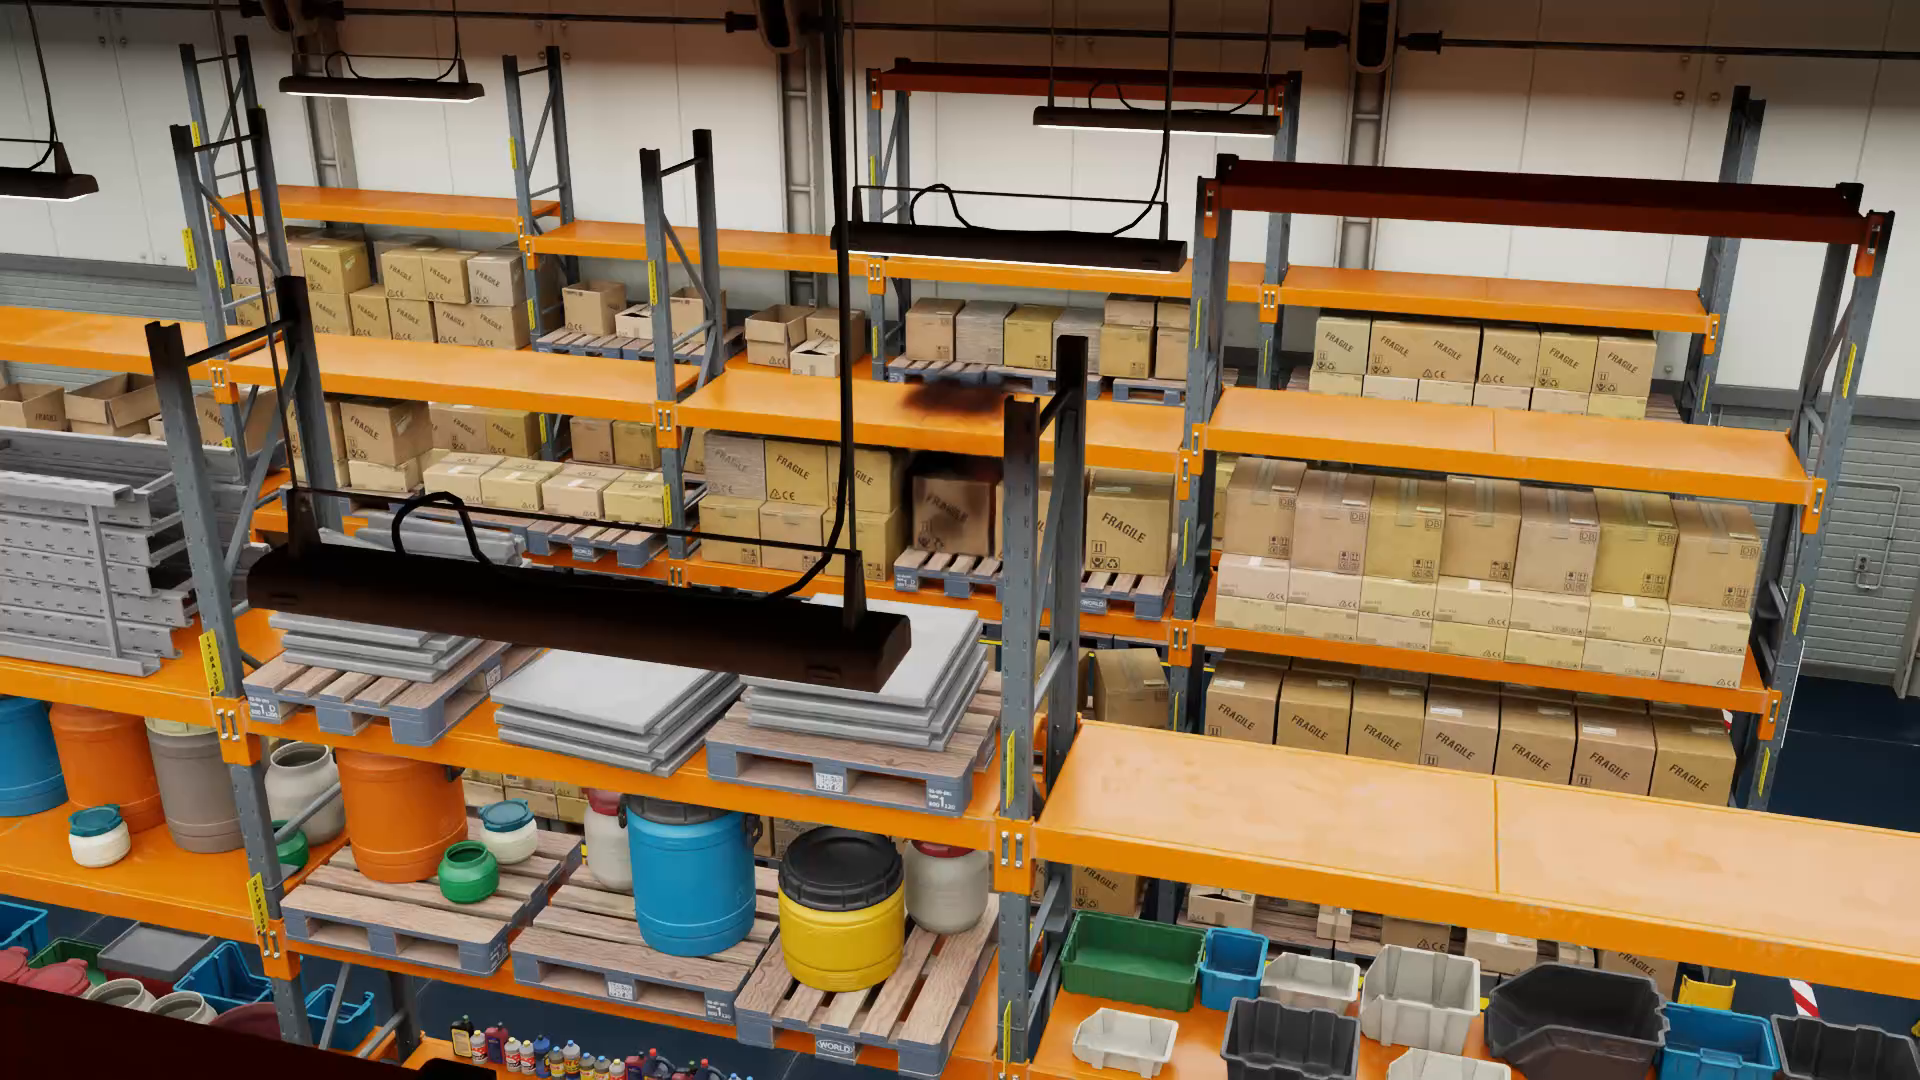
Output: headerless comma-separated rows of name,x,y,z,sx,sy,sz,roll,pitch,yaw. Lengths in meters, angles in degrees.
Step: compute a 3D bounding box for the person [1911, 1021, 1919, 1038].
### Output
person,7.195,2.714,11.958,0.796,1.731,0.605,-17,28,-35
